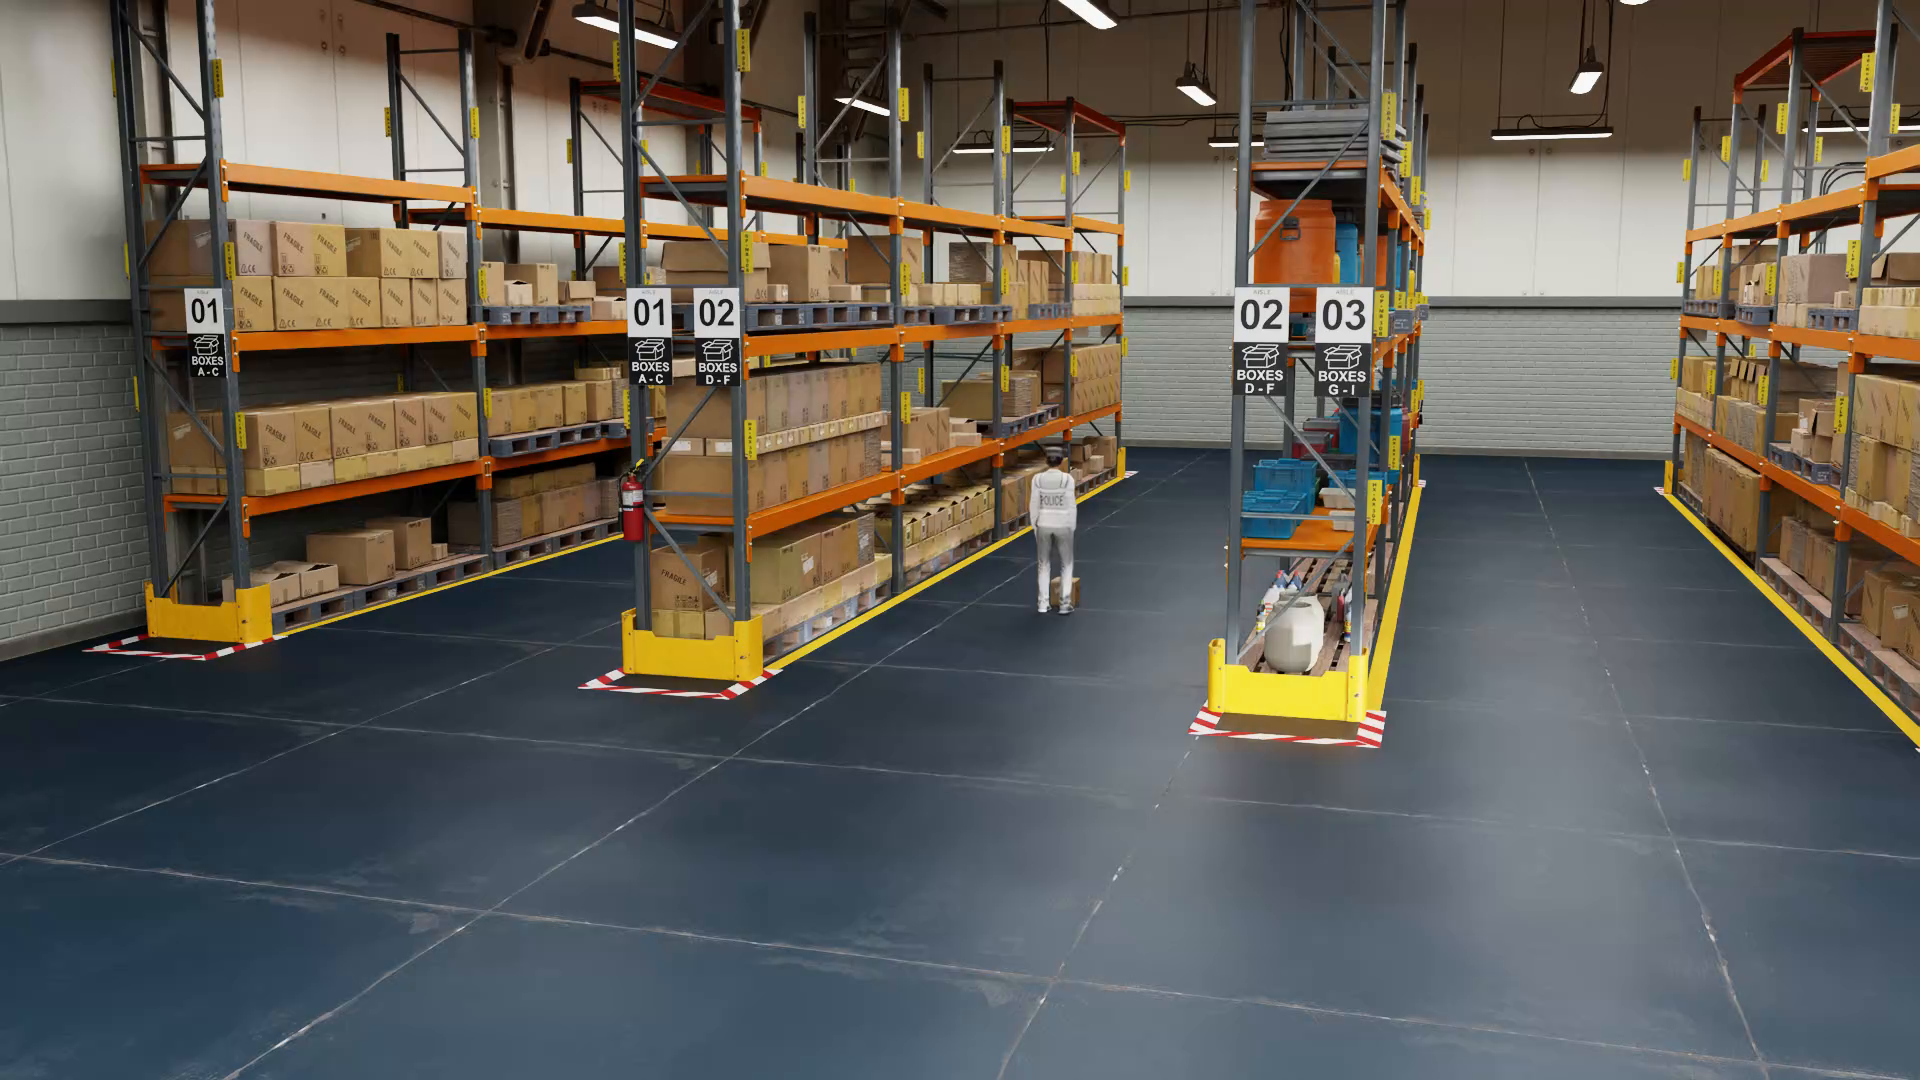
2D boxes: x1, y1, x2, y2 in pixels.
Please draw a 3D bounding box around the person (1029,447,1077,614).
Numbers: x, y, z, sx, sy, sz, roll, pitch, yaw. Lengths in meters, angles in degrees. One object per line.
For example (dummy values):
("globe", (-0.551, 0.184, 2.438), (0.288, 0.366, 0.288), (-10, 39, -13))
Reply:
("person", (0.927, -0.093, 16.534), (0.482, 1.654, 0.366), (3, 9, 17))
